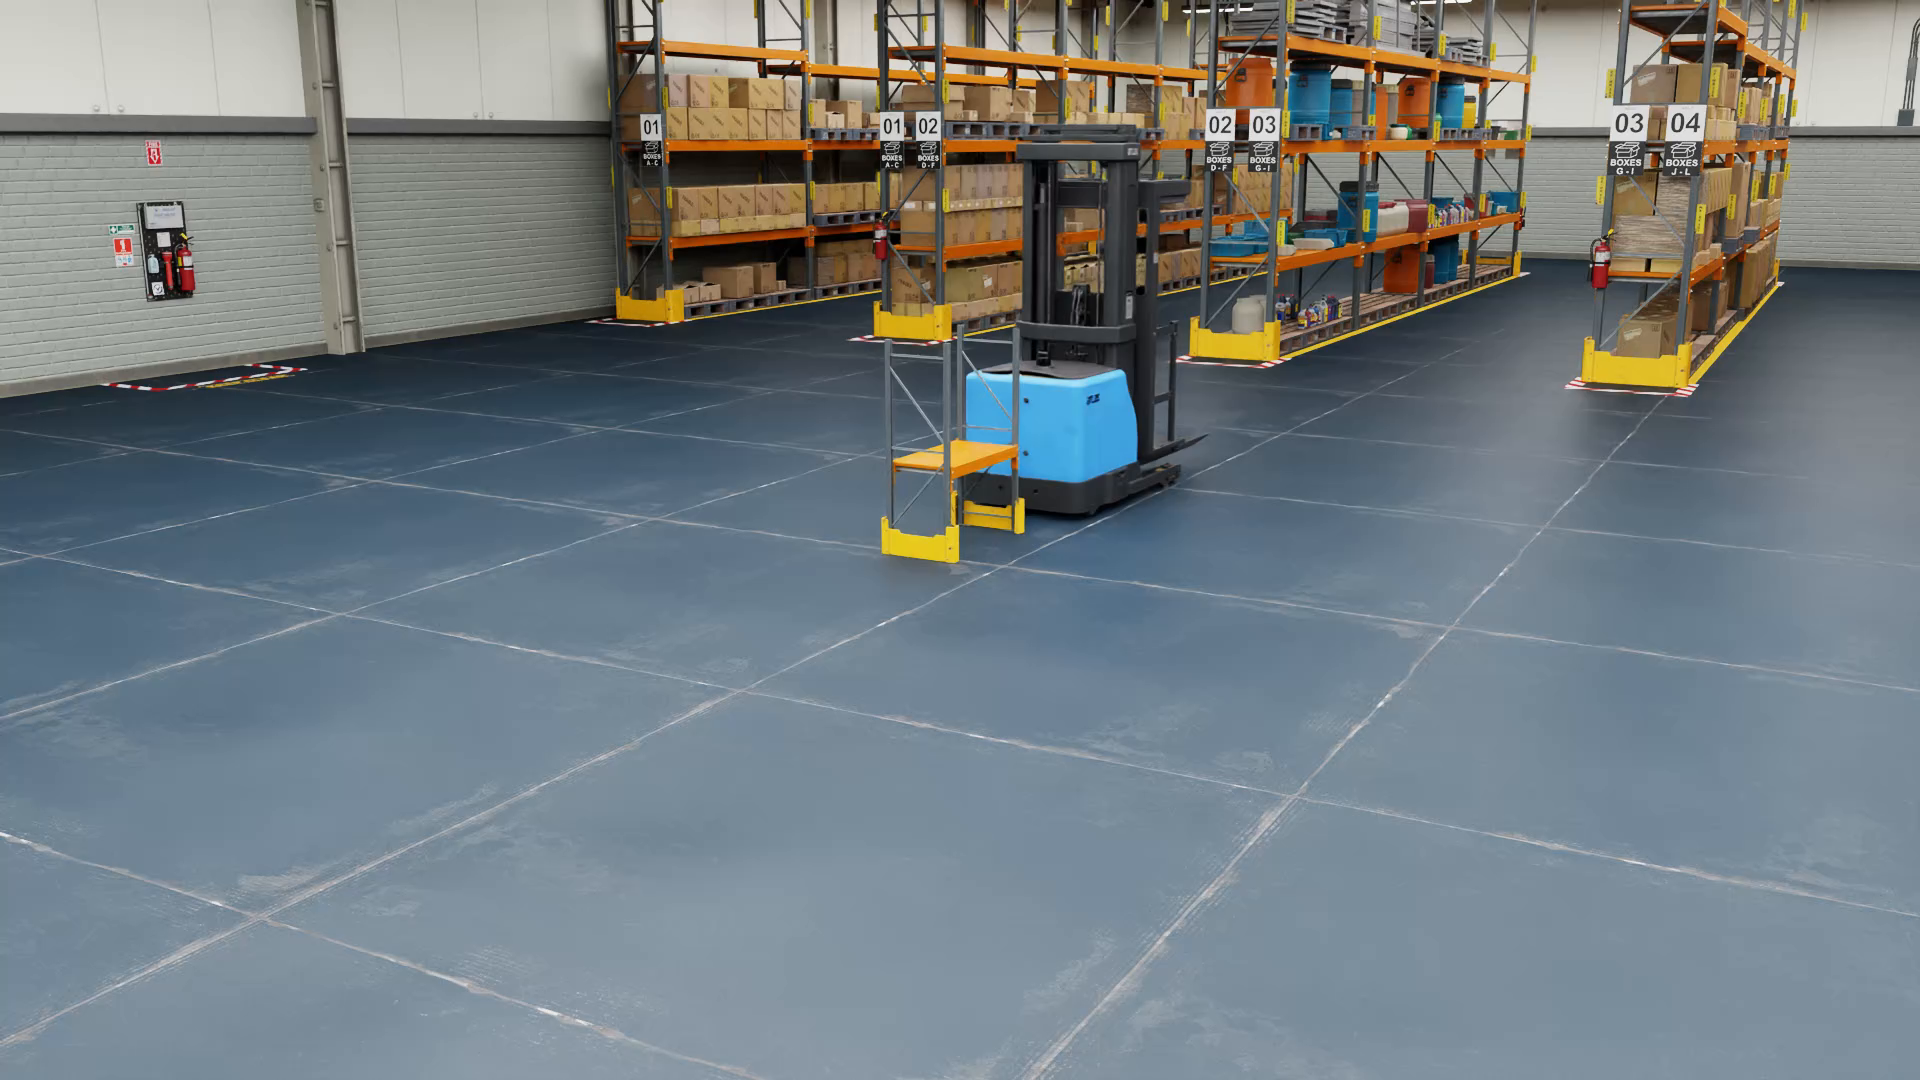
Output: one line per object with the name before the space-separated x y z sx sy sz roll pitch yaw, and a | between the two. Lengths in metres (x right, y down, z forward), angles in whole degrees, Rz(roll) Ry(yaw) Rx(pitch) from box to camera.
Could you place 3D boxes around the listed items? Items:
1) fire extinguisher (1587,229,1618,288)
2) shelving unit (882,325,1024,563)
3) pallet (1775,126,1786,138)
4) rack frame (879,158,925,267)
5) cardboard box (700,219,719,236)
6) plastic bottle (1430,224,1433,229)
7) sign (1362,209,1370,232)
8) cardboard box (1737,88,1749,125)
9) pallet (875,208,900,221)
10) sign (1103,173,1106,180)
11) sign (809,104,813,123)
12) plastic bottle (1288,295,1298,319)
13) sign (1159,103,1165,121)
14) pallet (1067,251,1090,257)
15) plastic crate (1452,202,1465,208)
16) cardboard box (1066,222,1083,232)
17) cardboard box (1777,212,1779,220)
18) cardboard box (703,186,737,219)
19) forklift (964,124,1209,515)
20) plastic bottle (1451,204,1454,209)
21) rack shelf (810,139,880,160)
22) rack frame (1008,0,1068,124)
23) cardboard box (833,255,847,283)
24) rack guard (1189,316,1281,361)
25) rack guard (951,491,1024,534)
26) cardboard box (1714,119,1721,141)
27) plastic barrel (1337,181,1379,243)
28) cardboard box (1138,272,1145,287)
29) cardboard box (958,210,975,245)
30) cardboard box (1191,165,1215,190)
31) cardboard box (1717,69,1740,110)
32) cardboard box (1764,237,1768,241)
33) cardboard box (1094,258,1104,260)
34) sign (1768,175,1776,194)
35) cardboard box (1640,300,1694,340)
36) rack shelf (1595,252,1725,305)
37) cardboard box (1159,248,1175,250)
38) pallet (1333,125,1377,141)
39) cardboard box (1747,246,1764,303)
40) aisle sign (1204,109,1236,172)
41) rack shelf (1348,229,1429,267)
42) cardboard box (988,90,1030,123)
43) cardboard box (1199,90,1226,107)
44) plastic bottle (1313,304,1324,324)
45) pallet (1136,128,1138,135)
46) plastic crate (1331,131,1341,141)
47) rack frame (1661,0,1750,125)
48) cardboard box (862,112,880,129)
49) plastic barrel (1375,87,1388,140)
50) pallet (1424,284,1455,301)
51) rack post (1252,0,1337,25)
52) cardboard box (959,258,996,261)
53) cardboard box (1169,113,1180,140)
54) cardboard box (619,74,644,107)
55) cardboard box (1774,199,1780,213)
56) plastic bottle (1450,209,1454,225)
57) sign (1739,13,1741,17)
fire extinguisher | 7.527 -3.303 19.499 0.296 0.674 0.183 7 15 28
shelving unit | -0.037 -0.713 11.793 0.587 1.500 1.083 7 15 28
pallet | 14.782 -7.605 30.967 1.003 0.211 1.213 7 15 28
rack frame | -1.155 -6.637 33.162 1.000 3.000 0.127 7 15 28
cardboard box | -4.270 -5.104 27.084 0.500 0.250 0.500 7 15 26
plastic bottle | 8.208 -5.572 28.994 0.061 0.283 0.133 7 15 28
sign | 6.060 -4.764 24.802 0.100 0.325 0.005 7 15 28
cardboard box | 10.688 -6.124 23.517 0.797 0.503 0.637 8 16 30
pallet | -1.407 -6.385 32.528 1.213 0.211 1.003 7 15 28
sign | 2.703 -6.660 30.958 0.100 0.325 0.005 7 15 28
sign | -2.610 -7.466 29.097 0.100 0.325 0.005 7 15 28
plastic bottle | 4.956 -3.485 24.801 0.144 0.351 0.185 7 15 28
sign | 3.665 -7.760 30.148 0.100 0.325 0.005 7 15 28
pallet | 2.394 -6.749 39.580 1.003 0.211 1.213 7 15 28
plastic crate | 10.195 -6.758 33.895 0.416 0.233 0.300 7 15 28
cardboard box | 1.857 -5.292 28.121 0.380 0.149 0.250 7 15 28
cardboard box | 15.589 -6.257 32.122 0.380 0.149 0.250 7 15 28
cardboard box | -4.026 -5.566 27.399 0.500 0.500 0.500 7 15 26
forklift | 1.207 -1.910 13.704 1.130 2.935 3.031 8 16 29
plastic bottle | 9.167 -6.102 31.048 0.144 0.351 0.185 7 15 28
rack shelf | -2.122 -7.335 31.193 1.077 0.370 4.000 7 15 28
rack frame | 1.249 -8.172 26.730 1.000 3.000 0.127 7 15 28
cardboard box | -2.542 -5.079 31.097 0.700 0.500 0.500 7 15 27
rack guard | 3.645 -2.679 22.078 1.175 0.500 0.348 7 15 28
rack guard | 0.204 -0.208 12.363 0.587 0.250 0.087 7 15 28
cardboard box | 8.932 -4.974 20.186 0.500 0.250 0.500 7 15 28
plastic barrel | 6.035 -4.982 25.230 0.600 0.901 0.708 7 15 28
cardboard box | 3.142 -4.808 30.548 0.500 0.250 0.500 8 16 29
cardboard box | -0.198 -4.686 24.858 0.700 0.500 0.500 8 16 29
cardboard box | 5.134 -7.565 34.664 0.500 0.500 0.500 7 15 28
cardboard box | 9.925 -5.906 21.815 0.500 0.500 0.500 7 15 26
cardboard box | 14.176 -5.071 30.306 0.875 0.875 0.875 7 15 28
cardboard box | 2.653 -4.870 29.609 0.500 0.311 0.500 7 15 28
sign | 14.266 -6.239 29.209 0.100 0.325 0.005 7 15 28
cardboard box | 9.421 -2.925 22.206 0.500 0.500 0.500 -12 18 -41
rack shelf | 8.952 -3.372 21.157 1.077 0.370 4.000 7 15 28
cardboard box | 3.928 -5.508 32.875 0.500 0.500 0.500 7 15 26
pallet | 5.320 -5.901 24.113 1.213 0.211 1.003 7 15 28
cardboard box | 12.642 -4.446 27.711 1.225 0.875 0.875 7 15 28
aisle sign | 3.355 -5.156 21.472 0.394 0.787 0.004 7 15 28
rack shelf | 6.550 -4.754 26.888 1.077 0.370 4.000 7 15 28
cardboard box | 0.775 -6.961 26.699 0.500 0.500 0.500 9 16 33
cardboard box | 5.318 -8.994 34.192 0.700 0.500 0.500 7 15 28
plastic bottle | 5.194 -3.280 24.112 0.152 0.276 0.135 8 16 29
pallet | 2.395 -7.064 28.935 1.003 0.211 1.213 8 16 31
plastic crate | 5.162 -5.648 23.225 0.243 0.136 0.396 7 15 28
rack frame | 9.919 -7.049 22.071 1.000 3.000 0.127 7 15 28
cardboard box | -1.863 -7.899 31.736 0.797 0.503 0.637 10 17 36
plastic barrel | 6.614 -6.903 26.951 0.600 0.830 0.708 7 15 28
pallet | 8.453 -4.574 30.558 1.003 0.211 1.213 7 15 28
rack post | 4.559 -7.154 22.667 0.937 0.300 0.954 7 15 27
cardboard box | 0.268 -4.223 26.520 0.500 0.500 0.500 7 15 28
cardboard box | 3.611 -7.781 31.295 0.910 0.500 0.500 7 15 28
cardboard box | -5.043 -7.116 26.361 0.500 0.500 0.500 8 16 31
cardboard box | 15.473 -6.433 32.001 0.500 0.250 0.500 7 15 27
plastic bottle | 8.946 -5.903 30.385 0.152 0.276 0.135 7 15 28
sign | 15.238 -10.106 32.421 0.100 0.325 0.005 7 15 28
